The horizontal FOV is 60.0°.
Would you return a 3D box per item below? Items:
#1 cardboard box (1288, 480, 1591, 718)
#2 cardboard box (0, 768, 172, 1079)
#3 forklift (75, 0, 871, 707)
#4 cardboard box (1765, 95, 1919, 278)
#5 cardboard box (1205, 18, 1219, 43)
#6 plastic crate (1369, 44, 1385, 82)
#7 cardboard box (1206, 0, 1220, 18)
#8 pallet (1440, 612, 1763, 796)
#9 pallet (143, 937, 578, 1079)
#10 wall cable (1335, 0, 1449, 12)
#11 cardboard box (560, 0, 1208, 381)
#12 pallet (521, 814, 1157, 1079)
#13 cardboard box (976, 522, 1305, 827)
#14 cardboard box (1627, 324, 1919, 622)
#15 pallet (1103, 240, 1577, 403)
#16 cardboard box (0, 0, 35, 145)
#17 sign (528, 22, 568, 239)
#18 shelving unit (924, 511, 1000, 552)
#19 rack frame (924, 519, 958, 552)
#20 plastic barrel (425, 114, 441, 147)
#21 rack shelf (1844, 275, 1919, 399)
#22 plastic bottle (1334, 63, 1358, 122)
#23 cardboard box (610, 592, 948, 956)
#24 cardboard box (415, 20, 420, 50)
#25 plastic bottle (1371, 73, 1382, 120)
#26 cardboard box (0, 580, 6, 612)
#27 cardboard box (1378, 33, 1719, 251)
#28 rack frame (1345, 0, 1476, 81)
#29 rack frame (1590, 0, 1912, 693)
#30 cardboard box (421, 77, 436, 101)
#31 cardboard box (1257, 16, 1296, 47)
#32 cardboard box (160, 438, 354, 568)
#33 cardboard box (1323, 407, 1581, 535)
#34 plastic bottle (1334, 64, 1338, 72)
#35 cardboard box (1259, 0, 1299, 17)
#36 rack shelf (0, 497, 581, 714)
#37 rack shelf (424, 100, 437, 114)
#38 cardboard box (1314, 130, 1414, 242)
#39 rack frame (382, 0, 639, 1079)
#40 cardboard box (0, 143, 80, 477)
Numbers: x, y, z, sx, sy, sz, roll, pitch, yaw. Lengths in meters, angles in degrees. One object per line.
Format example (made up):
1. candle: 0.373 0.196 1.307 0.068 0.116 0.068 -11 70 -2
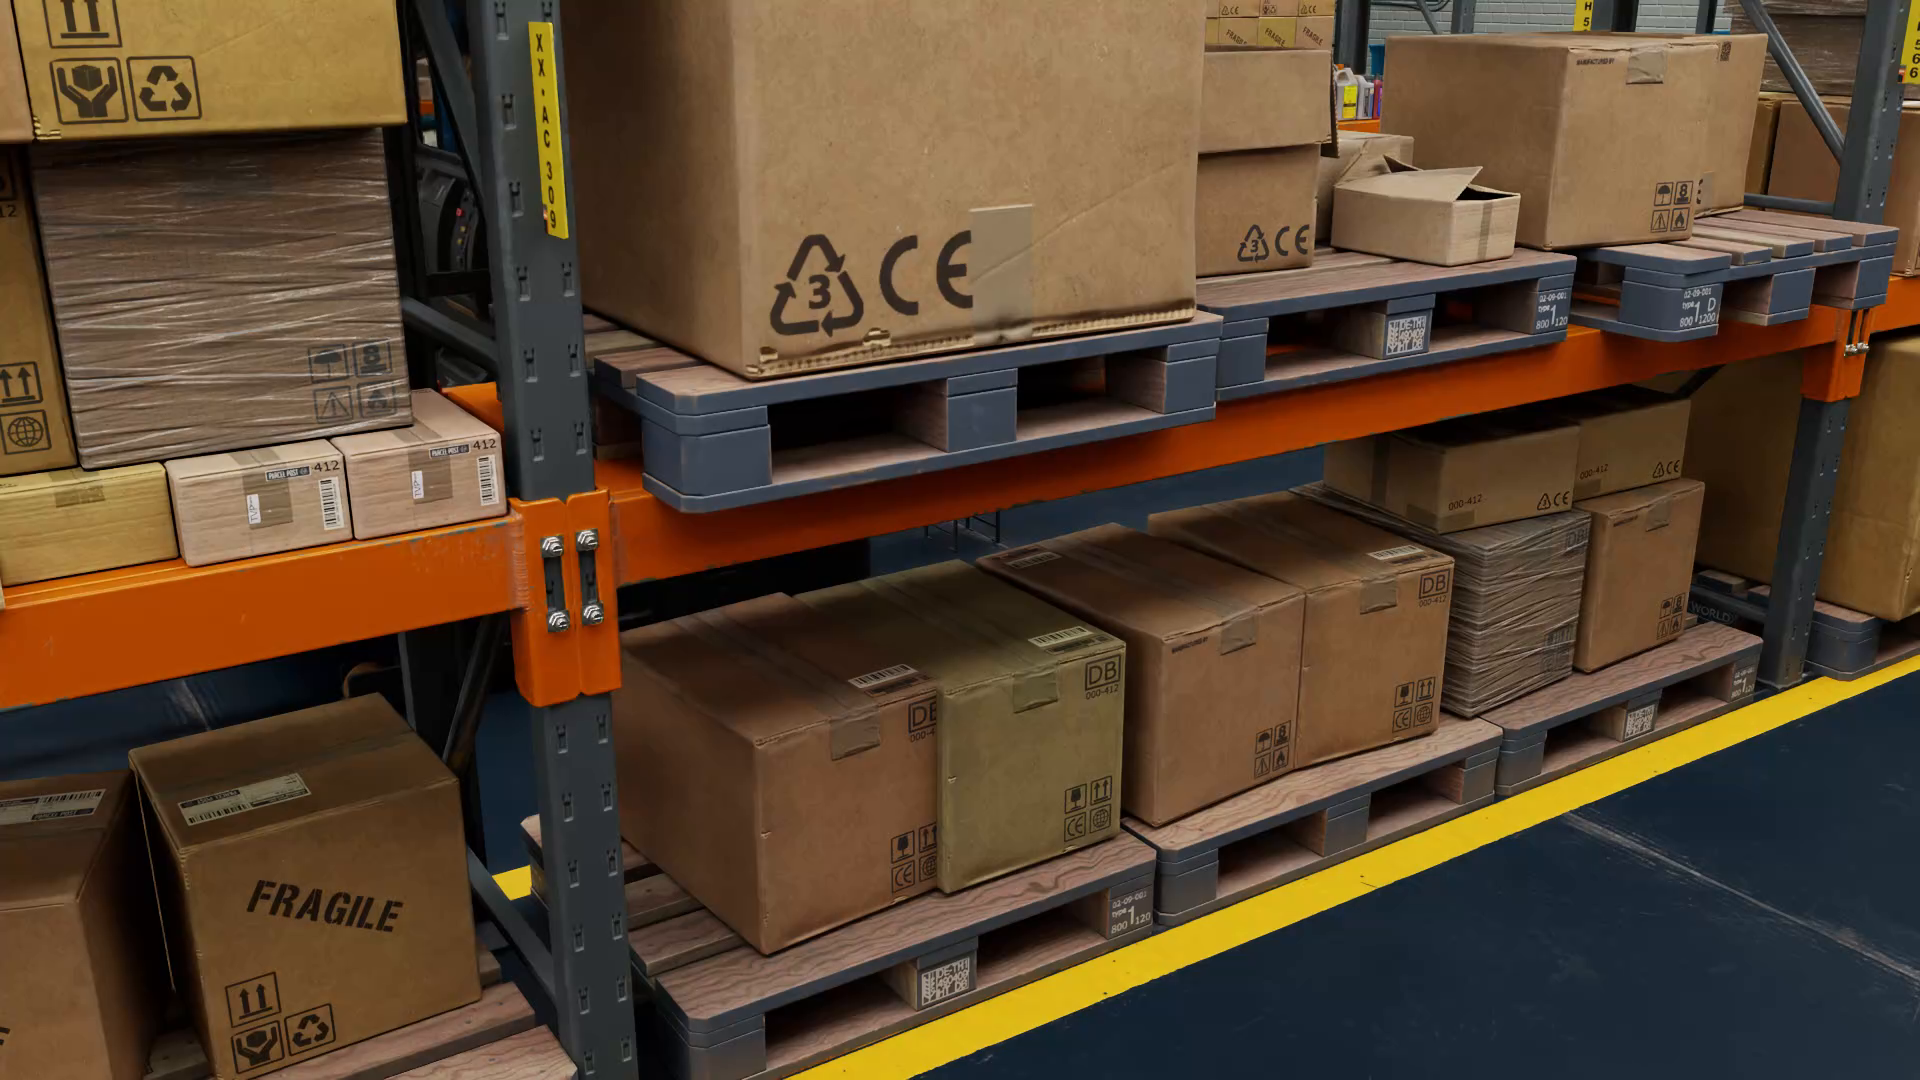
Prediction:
1. cardboard box: 1.386 0.122 4.917 0.500 0.500 0.700 -14 23 -36
2. cardboard box: -1.781 0.774 3.019 0.500 0.500 0.500 -5 19 -14
3. forklift: -1.845 -1.036 5.232 3.031 2.935 1.130 -11 22 -30
4. cardboard box: 2.946 -1.139 5.274 0.500 0.500 0.500 -11 22 -30
5. cardboard box: 2.130 -4.766 16.004 0.500 0.500 0.500 -12 22 -32
6. plastic crate: 3.209 -3.302 11.760 0.575 0.384 0.392 -12 22 -31
7. cardboard box: 2.125 -5.235 15.828 0.500 0.500 0.500 -11 22 -30
8. pallet: 1.737 0.380 5.292 1.213 0.211 1.003 -12 22 -31
9. pallet: -1.492 1.075 3.236 1.213 0.211 1.003 -12 22 -31
10. wall cable: 5.819 -8.734 23.377 0.112 2.526 3.097 -12 22 -31
11. cardboard box: -0.210 -0.960 3.307 1.000 1.000 1.000 -12 22 -31
12. pallet: -0.301 0.809 4.021 1.213 0.211 1.003 -12 22 -31
13. cardboard box: 0.450 0.322 4.326 0.500 0.500 0.700 -14 23 -36
14. cardboard box: 2.978 -0.387 5.868 0.875 0.875 1.225 -13 23 -34
15. pallet: 0.760 -0.628 4.219 1.213 0.211 1.003 -12 22 -31
16. cardboard box: -1.592 -0.795 2.230 0.500 0.500 0.500 -12 22 -31
17. sign: -0.646 -0.640 2.604 0.005 0.325 0.100 -12 22 -31
18. shelving unit: 0.007 -0.428 6.605 0.210 0.900 0.258 -12 22 -31
19. rack frame: -0.078 -0.410 6.552 0.006 0.900 0.240 -12 22 -31
20. plastic barrel: -2.485 -1.825 7.677 0.301 0.262 0.301 0 19 0
21. rack shelf: 4.061 -1.090 6.409 4.000 0.370 1.077 -12 22 -31
22. plastic bottle: 2.419 -2.835 10.524 0.185 0.351 0.144 -12 22 -31
23. cardboard box: -0.426 0.499 3.800 0.500 0.500 0.700 -14 23 -36
24. cardboard box: -5.533 -5.405 17.396 0.500 0.500 0.500 -12 22 -31
25. plastic bottle: 2.688 -2.844 10.655 0.133 0.283 0.061 -12 22 -31
26. cardboard box: -1.572 0.005 2.439 0.250 0.149 0.380 -12 22 -31
27. cardboard box: 1.550 -1.094 4.485 0.500 0.500 0.700 -8 20 -23
28. rack frame: 3.007 -3.108 11.254 0.127 3.000 1.000 -12 22 -31
29. rack frame: 2.390 -1.079 5.252 0.127 3.000 1.000 -12 22 -31
30. cardboard box: -4.089 -3.370 12.422 0.250 0.149 0.380 -10 21 -27
31. cardboard box: 2.971 -4.941 16.522 0.500 0.500 0.500 -12 22 -31
32. cardboard box: -1.182 -0.097 2.740 0.250 0.149 0.380 -12 22 -31
33. cardboard box: 1.410 -0.236 4.804 0.500 0.250 0.500 -9 21 -25
34. plastic bottle: 2.501 -3.102 11.314 0.185 0.351 0.144 -12 22 -31
35. cardboard box: 2.985 -5.418 16.370 0.500 0.500 0.500 -11 22 -30
36. rack shelf: -2.621 0.319 2.241 4.000 0.370 1.077 -12 22 -31
37. rack shelf: -4.725 -3.036 12.164 4.000 0.370 1.077 -12 22 -31
38. cardboard box: 0.864 -0.973 4.517 0.500 0.250 0.500 -13 22 -33
39. rack frame: -0.950 -0.374 3.168 0.127 3.000 1.000 -12 22 -31
40. cardboard box: -1.797 -0.421 2.686 0.500 0.500 0.875 -12 22 -31
